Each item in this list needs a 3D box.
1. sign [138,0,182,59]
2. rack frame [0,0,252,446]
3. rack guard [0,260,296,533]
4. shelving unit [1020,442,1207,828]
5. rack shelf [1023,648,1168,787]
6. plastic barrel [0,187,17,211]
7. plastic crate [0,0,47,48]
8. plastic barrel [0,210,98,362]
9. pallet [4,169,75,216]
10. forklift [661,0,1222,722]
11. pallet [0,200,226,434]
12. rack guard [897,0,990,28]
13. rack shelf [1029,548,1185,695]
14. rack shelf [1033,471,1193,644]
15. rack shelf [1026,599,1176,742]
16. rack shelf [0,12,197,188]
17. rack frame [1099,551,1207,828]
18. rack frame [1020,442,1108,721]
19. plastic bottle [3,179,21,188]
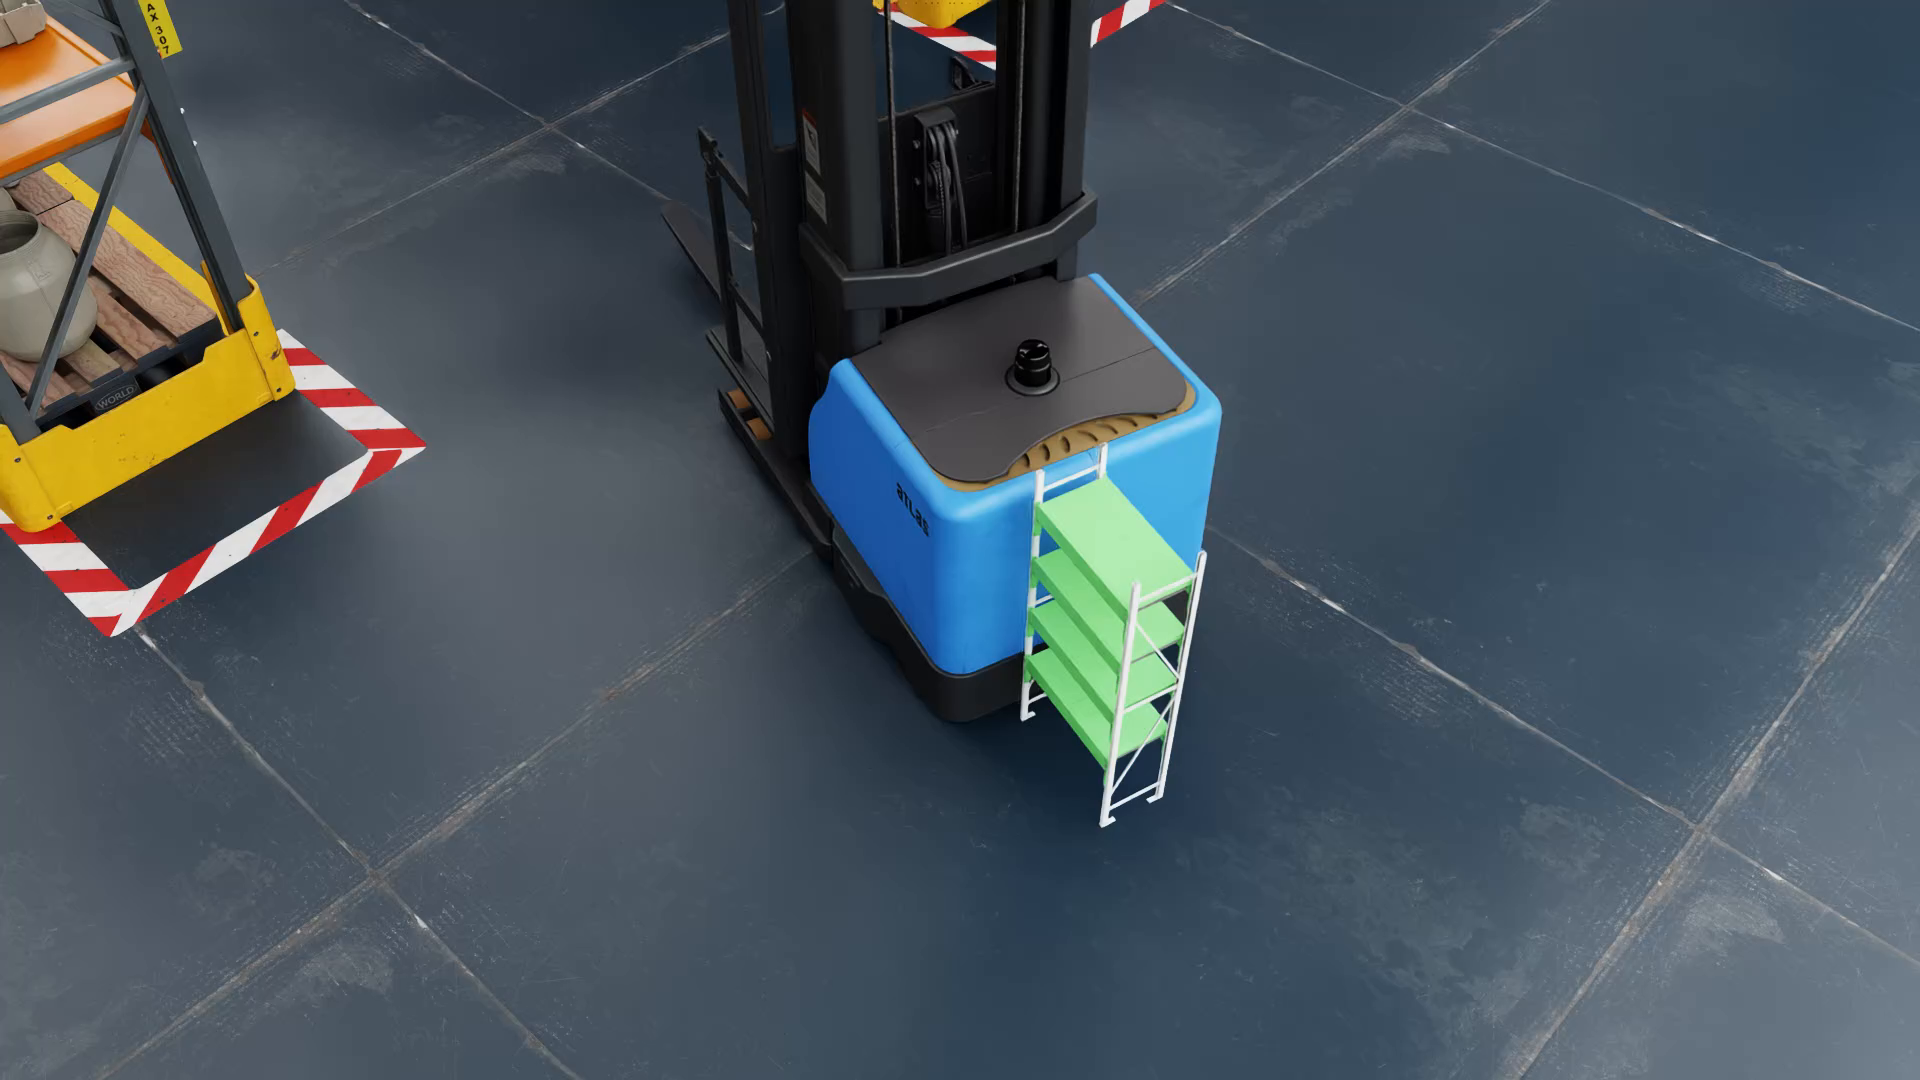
[{"bbox_3d":[-2.767,-1.807,5.699,0.005,0.325,0.100,34,55,28],"label":"sign"},{"bbox_3d":[-3.143,-1.420,5.526,0.127,3.000,1.000,34,55,28],"label":"rack frame"},{"bbox_3d":[-3.231,-0.577,6.449,0.348,0.500,1.175,34,55,28],"label":"rack guard"},{"bbox_3d":[0.441,0.322,5.116,0.258,1.200,0.503,-23,52,-20],"label":"shelving unit"},{"bbox_3d":[0.438,0.526,5.342,0.258,0.148,0.480,-23,52,-20],"label":"rack shelf"},{"bbox_3d":[-4.047,-1.244,6.779,0.421,0.512,0.421,0,47,0],"label":"plastic barrel"},{"bbox_3d":[-3.583,-1.945,6.199,0.250,0.136,0.298,34,55,28],"label":"plastic crate"},{"bbox_3d":[-3.679,-0.997,6.547,0.421,0.512,0.421,0,47,0],"label":"plastic barrel"},{"bbox_3d":[-4.717,-1.486,7.500,1.213,0.211,1.003,34,55,28],"label":"pallet"},{"bbox_3d":[-0.304,-1.467,5.617,1.130,2.935,3.031,-21,50,-19],"label":"forklift"},{"bbox_3d":[-3.824,-0.882,6.934,1.213,0.211,1.003,34,55,28],"label":"pallet"},{"bbox_3d":[0.160,-3.255,8.964,0.348,0.500,1.175,34,55,28],"label":"rack guard"},{"bbox_3d":[0.443,0.204,4.986,0.258,0.148,0.480,-23,52,-20],"label":"rack shelf"},{"bbox_3d":[0.446,0.044,4.808,0.258,0.148,0.480,-23,52,-20],"label":"rack shelf"},{"bbox_3d":[0.441,0.365,5.164,0.258,0.148,0.480,-23,52,-20],"label":"rack shelf"},{"bbox_3d":[-4.613,-2.163,6.716,4.000,0.370,1.077,34,55,28],"label":"rack shelf"},{"bbox_3d":[0.565,0.480,4.976,0.240,1.200,0.015,-23,52,-20],"label":"rack frame"},{"bbox_3d":[0.318,0.165,5.256,0.240,1.200,0.015,-23,52,-20],"label":"rack frame"},{"bbox_3d":[-4.264,-1.700,7.358,0.097,0.271,0.097,0,47,0],"label":"plastic bottle"}]
